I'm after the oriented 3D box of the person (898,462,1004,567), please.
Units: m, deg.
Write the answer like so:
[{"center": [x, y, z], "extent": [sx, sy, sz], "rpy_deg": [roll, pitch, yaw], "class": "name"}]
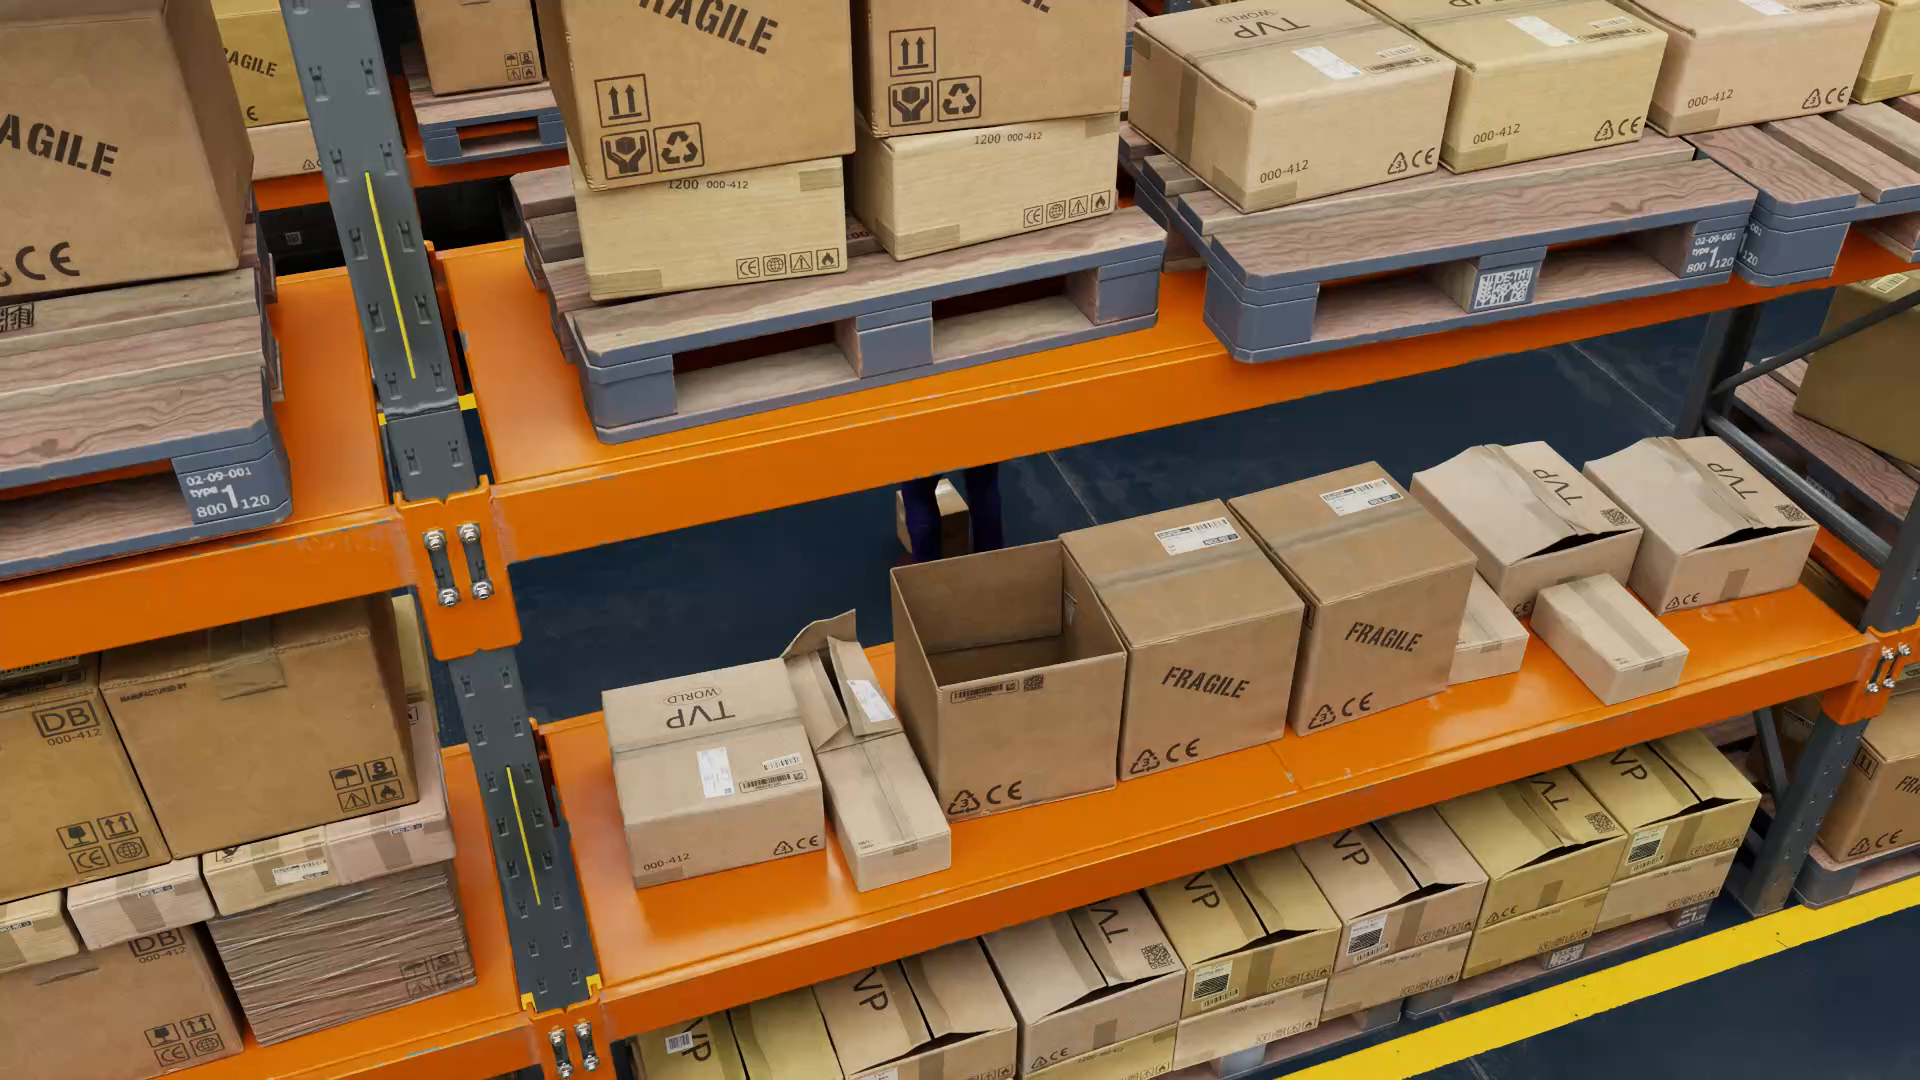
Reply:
[{"center": [-0.037, -0.488, 6.797], "extent": [0.562, 1.636, 0.371], "rpy_deg": [-15, 40, -18], "class": "person"}]
